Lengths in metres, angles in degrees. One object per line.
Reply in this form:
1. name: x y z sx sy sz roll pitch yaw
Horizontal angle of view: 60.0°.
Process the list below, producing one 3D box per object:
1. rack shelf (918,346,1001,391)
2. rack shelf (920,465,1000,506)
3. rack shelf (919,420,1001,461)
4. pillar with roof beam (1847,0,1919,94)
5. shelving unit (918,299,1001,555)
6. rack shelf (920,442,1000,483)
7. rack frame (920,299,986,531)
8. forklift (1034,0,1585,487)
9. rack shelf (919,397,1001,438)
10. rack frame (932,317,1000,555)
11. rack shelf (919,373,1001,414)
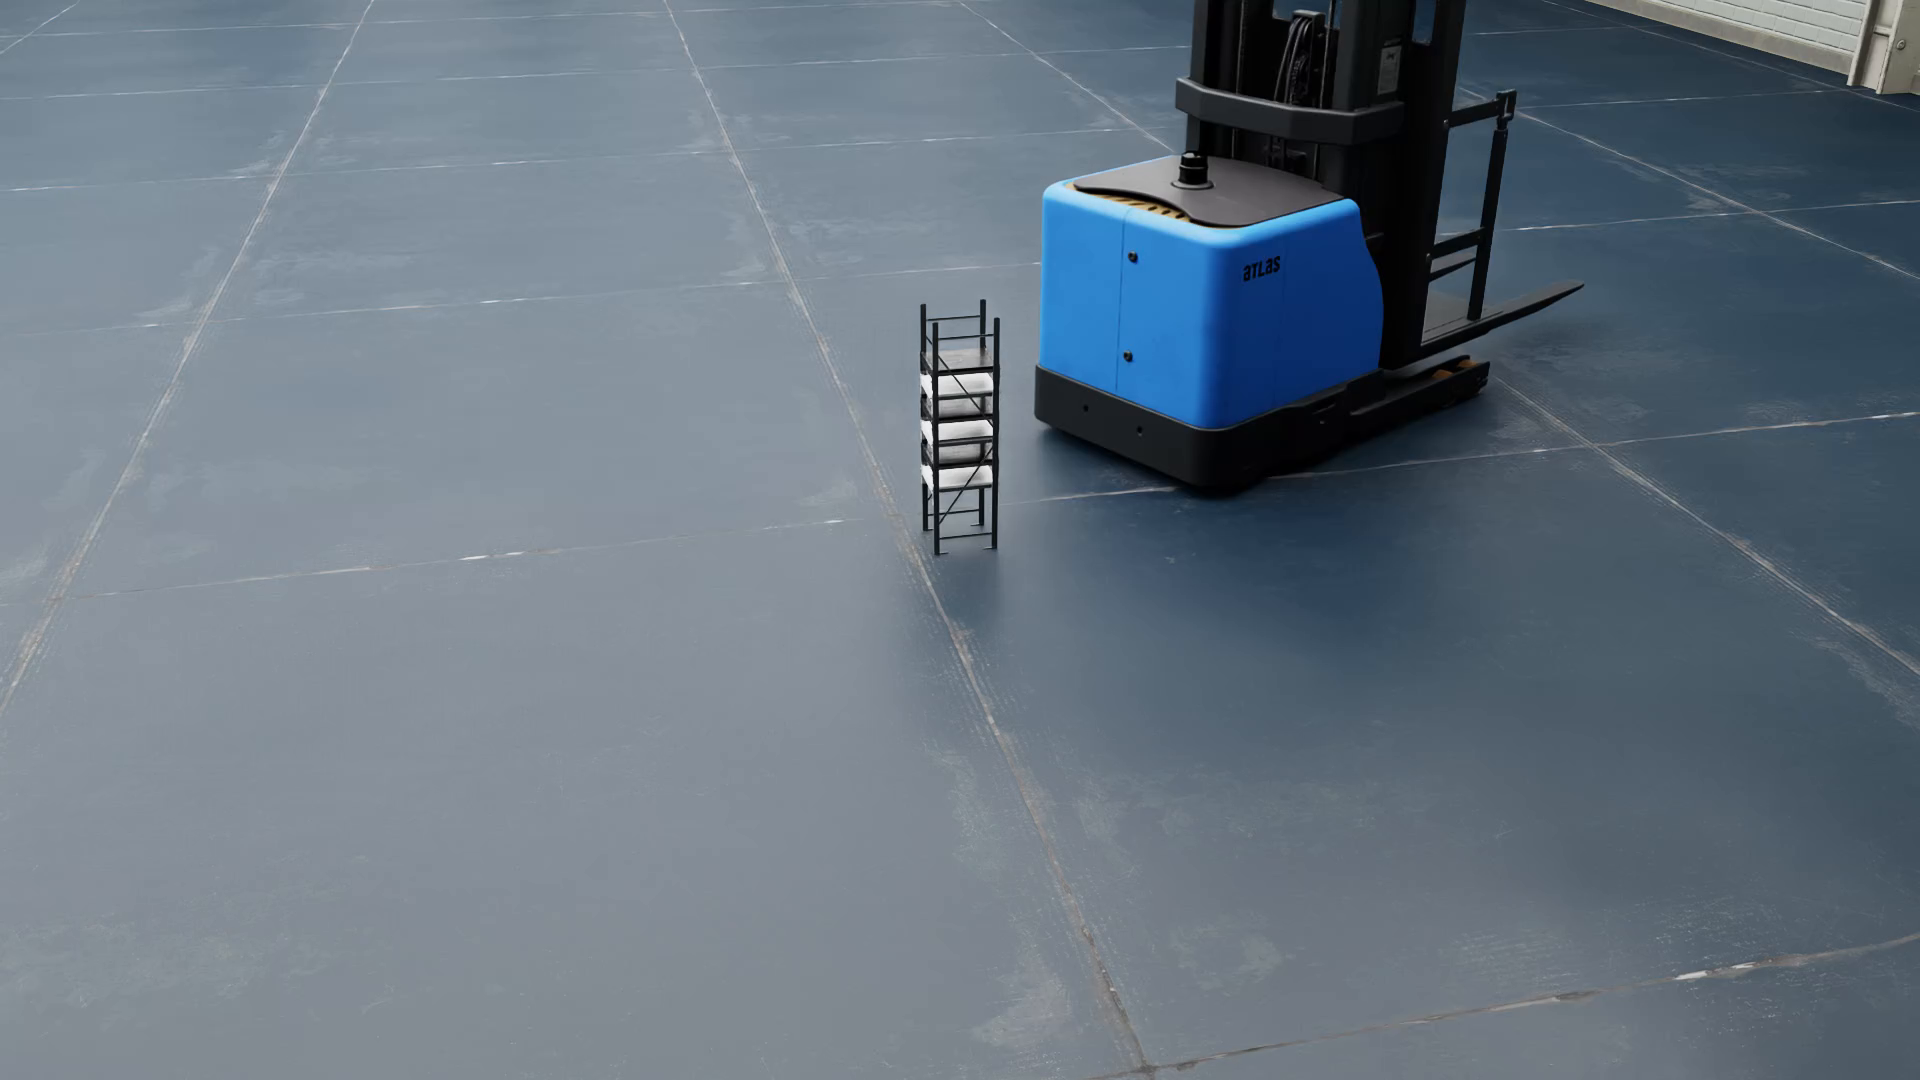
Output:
1. rack shelf: -0.002 -0.617 5.948 0.258 0.077 0.200 -6 27 -12
2. rack shelf: -0.002 -0.215 6.150 0.258 0.077 0.200 -6 27 -12
3. rack shelf: -0.002 -0.376 6.069 0.258 0.077 0.200 -6 27 -12
4. pillar with roof beam: 3.289 -7.257 10.641 9.100 9.000 0.400 -6 27 -12
5. shelving unit: -0.002 -0.405 6.054 0.258 0.900 0.210 -6 27 -12
6. rack shelf: -0.002 -0.295 6.110 0.258 0.077 0.200 -6 27 -12
7. rack frame: -0.025 -0.450 6.143 0.240 0.900 0.006 -6 27 -12
8. forklift: 1.761 -2.058 7.075 3.031 2.935 1.130 -22 34 -36
9. rack shelf: -0.002 -0.456 6.029 0.258 0.077 0.200 -6 27 -12
10. rack frame: 0.021 -0.361 5.966 0.240 0.900 0.006 -6 27 -12
11. rack shelf: -0.002 -0.536 5.988 0.258 0.077 0.200 -6 27 -12
